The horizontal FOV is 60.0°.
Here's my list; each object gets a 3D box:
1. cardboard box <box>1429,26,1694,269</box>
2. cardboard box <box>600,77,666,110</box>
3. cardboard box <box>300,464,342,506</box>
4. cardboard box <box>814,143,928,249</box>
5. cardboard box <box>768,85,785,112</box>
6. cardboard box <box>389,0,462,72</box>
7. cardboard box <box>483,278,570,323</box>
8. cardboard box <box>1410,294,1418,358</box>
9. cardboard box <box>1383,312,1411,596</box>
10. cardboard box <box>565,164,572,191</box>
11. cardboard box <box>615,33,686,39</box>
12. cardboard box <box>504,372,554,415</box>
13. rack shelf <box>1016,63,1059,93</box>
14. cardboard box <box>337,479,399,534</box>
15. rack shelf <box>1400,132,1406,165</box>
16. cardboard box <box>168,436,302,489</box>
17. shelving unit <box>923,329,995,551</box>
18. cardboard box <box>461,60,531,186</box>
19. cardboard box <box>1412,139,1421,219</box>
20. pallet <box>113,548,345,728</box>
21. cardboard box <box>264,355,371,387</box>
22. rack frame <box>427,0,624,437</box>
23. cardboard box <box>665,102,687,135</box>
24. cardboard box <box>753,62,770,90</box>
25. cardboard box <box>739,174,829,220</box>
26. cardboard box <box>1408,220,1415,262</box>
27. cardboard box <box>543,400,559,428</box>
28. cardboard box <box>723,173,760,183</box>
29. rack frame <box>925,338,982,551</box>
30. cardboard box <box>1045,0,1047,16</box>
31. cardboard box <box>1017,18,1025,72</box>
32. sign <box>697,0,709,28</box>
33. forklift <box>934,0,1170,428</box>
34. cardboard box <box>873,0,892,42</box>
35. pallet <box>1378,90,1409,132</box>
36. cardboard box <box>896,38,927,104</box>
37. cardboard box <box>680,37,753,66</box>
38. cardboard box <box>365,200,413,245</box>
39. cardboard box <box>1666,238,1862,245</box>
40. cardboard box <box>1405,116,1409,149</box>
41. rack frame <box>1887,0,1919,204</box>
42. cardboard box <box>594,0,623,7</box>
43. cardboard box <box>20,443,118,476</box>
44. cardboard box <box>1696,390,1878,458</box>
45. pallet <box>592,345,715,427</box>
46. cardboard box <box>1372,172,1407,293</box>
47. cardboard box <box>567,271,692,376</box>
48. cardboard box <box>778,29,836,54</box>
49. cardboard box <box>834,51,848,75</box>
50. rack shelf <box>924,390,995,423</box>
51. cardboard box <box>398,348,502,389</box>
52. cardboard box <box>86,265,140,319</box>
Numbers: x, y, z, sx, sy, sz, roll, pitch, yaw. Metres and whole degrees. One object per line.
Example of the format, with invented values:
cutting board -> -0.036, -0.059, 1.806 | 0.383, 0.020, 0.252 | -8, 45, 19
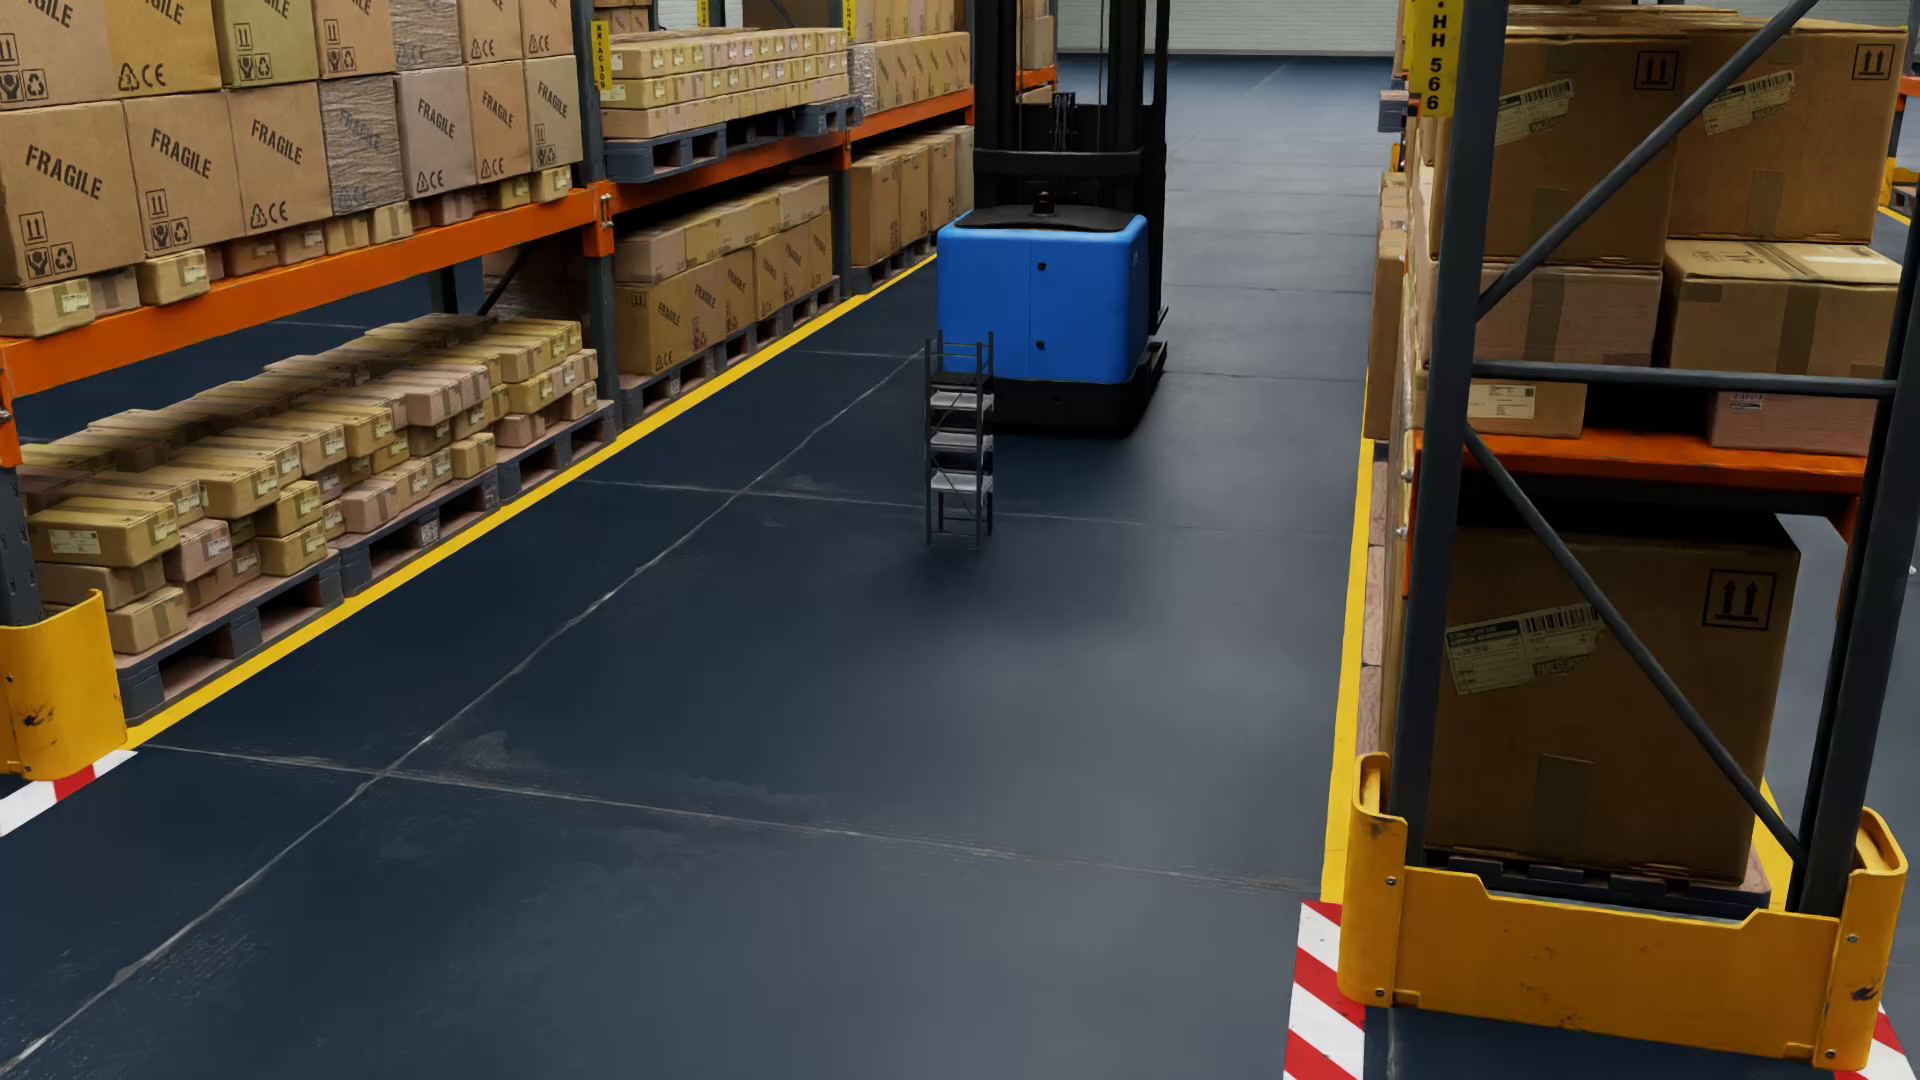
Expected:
cardboard box -> 1.378, -0.933, 3.890 | 0.500, 0.500, 0.500 | 5, 19, 14
cardboard box -> -1.752, -2.320, 8.617 | 0.380, 0.149, 0.250 | 5, 19, 14
cardboard box -> -2.658, -0.220, 6.492 | 0.380, 0.149, 0.250 | 4, 19, 11
cardboard box -> -0.871, -2.858, 13.745 | 1.050, 0.750, 0.750 | 5, 19, 14
cardboard box -> -1.310, -2.753, 10.346 | 0.380, 0.149, 0.250 | 5, 20, 15
cardboard box -> -2.407, -2.183, 6.775 | 0.500, 0.500, 0.500 | 5, 20, 15
cardboard box -> -2.358, -1.280, 9.511 | 0.500, 0.500, 0.500 | 4, 19, 12
cardboard box -> 1.468, -0.592, 4.670 | 0.380, 0.149, 0.250 | 5, 19, 14
cardboard box -> 2.032, -0.299, 6.060 | 0.875, 0.875, 0.875 | 5, 19, 13
cardboard box -> -2.137, -1.785, 8.162 | 0.380, 0.149, 0.250 | 4, 19, 13
cardboard box -> -1.937, -3.085, 10.399 | 0.380, 0.149, 0.250 | 5, 20, 15
cardboard box -> -2.165, -0.707, 7.918 | 0.380, 0.149, 0.250 | 4, 19, 11
rack shelf -> 0.149, -4.806, 17.730 | 1.077, 0.370, 4.000 | 5, 19, 13
cardboard box -> -2.511, -0.144, 6.729 | 0.380, 0.149, 0.250 | 4, 19, 11
rack shelf -> 3.957, -3.129, 12.820 | 1.077, 0.370, 4.000 | 5, 19, 13
cardboard box -> -2.697, -0.276, 6.195 | 0.380, 0.149, 0.250 | 4, 19, 11
shelving unit -> -0.002, -0.423, 7.035 | 0.258, 0.900, 0.210 | 5, 19, 13
cardboard box -> -2.267, -1.863, 7.388 | 0.500, 0.500, 0.500 | 4, 19, 12
cardboard box -> 1.996, -1.376, 6.348 | 0.500, 0.250, 0.500 | 5, 19, 13
pallet -> -3.020, 0.286, 6.024 | 1.003, 0.211, 1.213 | 5, 19, 13
cardboard box -> -2.901, -0.730, 7.524 | 0.380, 0.149, 0.250 | 5, 20, 15
rack frame -> -2.294, -2.012, 8.437 | 1.000, 3.000, 0.127 | 5, 19, 13
cardboard box -> -1.690, -2.266, 8.921 | 0.380, 0.149, 0.250 | 5, 19, 14
cardboard box -> -1.372, -2.810, 10.053 | 0.380, 0.149, 0.250 | 4, 19, 12
cardboard box -> -1.230, -2.401, 11.635 | 0.500, 0.250, 0.500 | 4, 19, 12
cardboard box -> 1.843, -1.075, 6.084 | 0.380, 0.149, 0.250 | 4, 19, 13
cardboard box -> -2.204, -0.637, 8.172 | 0.380, 0.149, 0.250 | 5, 20, 15
cardboard box -> -1.720, -2.439, 11.746 | 0.500, 0.250, 0.500 | 4, 19, 11
rack frame -> -0.027, -0.391, 6.941 | 0.240, 0.900, 0.006 | 5, 19, 13
cardboard box -> 0.509, -6.242, 18.919 | 0.875, 0.550, 0.550 | 5, 19, 13
cardboard box -> 0.219, -5.384, 18.079 | 0.875, 0.550, 0.550 | 5, 19, 13
sign -> -1.856, -3.856, 12.046 | 0.100, 0.325, 0.005 | 5, 19, 13
forklift -> 0.673, -2.408, 9.704 | 1.130, 2.935, 3.031 | 4, 19, 11
cardboard box -> -0.952, -4.246, 13.275 | 0.700, 0.500, 0.500 | 4, 19, 13
pallet -> 3.539, -2.983, 11.578 | 1.213, 0.211, 1.003 | 5, 19, 13
cardboard box -> -0.577, -3.906, 13.828 | 0.500, 0.500, 0.500 | 4, 19, 13
cardboard box -> -1.437, -2.866, 9.756 | 0.380, 0.149, 0.250 | 5, 20, 15
cardboard box -> -2.449, -1.289, 6.710 | 0.380, 0.149, 0.250 | 5, 19, 14
cardboard box -> 2.013, -0.697, 4.360 | 0.500, 0.250, 0.500 | 4, 19, 13
cardboard box -> 2.962, -2.597, 9.995 | 0.500, 0.500, 0.500 | 4, 19, 12
rack frame -> 10.225, -4.959, 17.064 | 1.000, 3.000, 0.127 | 5, 19, 13
cardboard box -> -4.256, -6.290, 18.801 | 0.700, 0.500, 0.500 | 4, 19, 13
cardboard box -> -3.331, -0.241, 6.092 | 0.380, 0.149, 0.250 | 4, 19, 12
cardboard box -> 1.920, -0.301, 3.817 | 0.380, 0.149, 0.250 | 5, 19, 14
pallet -> -2.105, -0.936, 9.603 | 1.003, 0.211, 1.213 | 5, 19, 13
cardboard box -> 3.279, -1.821, 10.515 | 1.225, 0.875, 0.875 | 4, 19, 11
cardboard box -> -1.857, -1.238, 9.390 | 0.500, 0.500, 0.500 | 5, 20, 16
cardboard box -> -1.056, -3.359, 11.199 | 0.380, 0.149, 0.250 | 4, 19, 13
cardboard box -> -0.996, -3.295, 11.474 | 0.380, 0.149, 0.250 | 5, 20, 15
rack shelf -> -0.002, -0.562, 6.987 | 0.258, 0.077, 0.200 | 5, 19, 13
cardboard box -> -2.346, -0.774, 7.654 | 0.380, 0.149, 0.250 | 5, 20, 15
cardboard box -> -2.853, -0.798, 5.272 | 0.380, 0.149, 0.250 | 5, 20, 15
